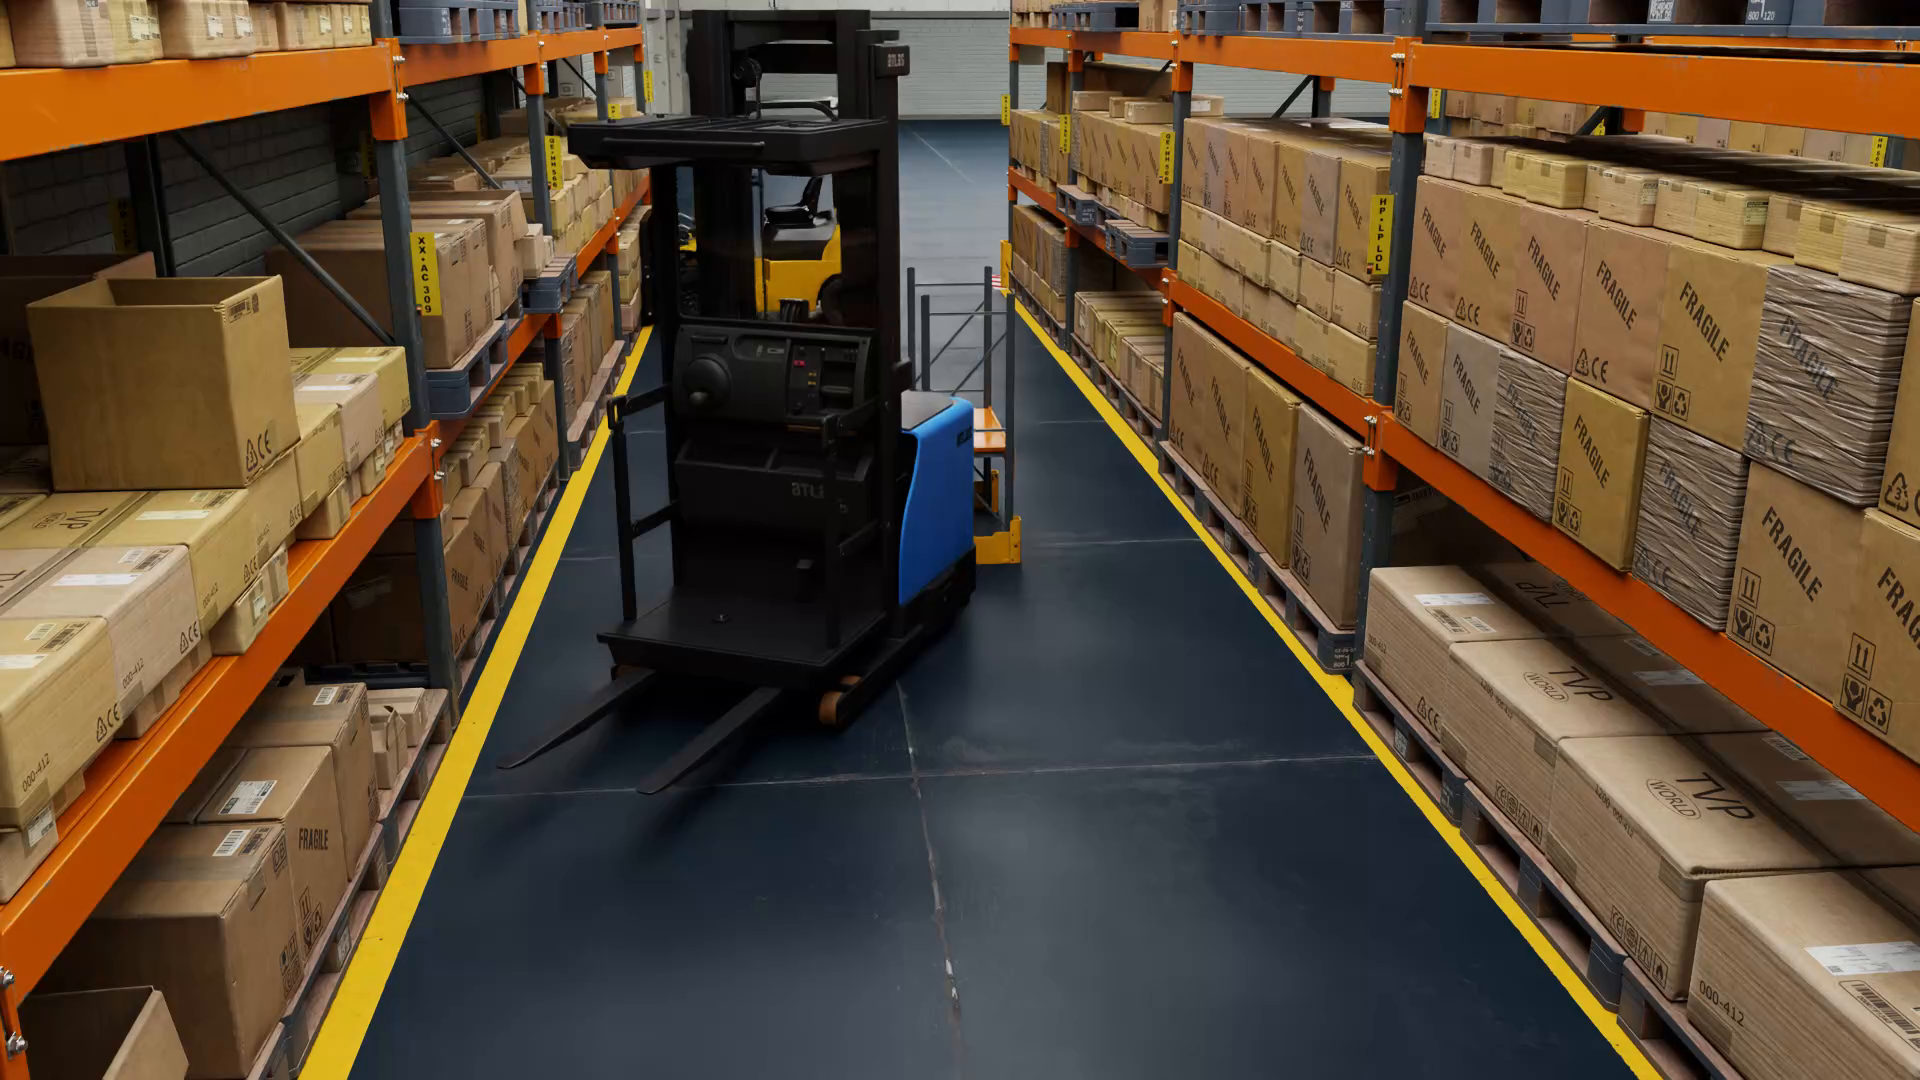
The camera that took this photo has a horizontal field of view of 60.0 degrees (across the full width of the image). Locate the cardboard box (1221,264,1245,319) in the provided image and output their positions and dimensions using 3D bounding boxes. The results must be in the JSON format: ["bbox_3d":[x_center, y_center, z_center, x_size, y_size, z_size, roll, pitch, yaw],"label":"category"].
[{"bbox_3d":[1.792,-1.429,9.471,0.500,0.250,0.500,-1,17,-4],"label":"cardboard box"}]

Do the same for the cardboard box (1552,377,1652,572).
[{"bbox_3d":[2.219,-0.219,5.200,0.500,0.500,0.500,-1,17,-4],"label":"cardboard box"}]

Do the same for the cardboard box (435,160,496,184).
[{"bbox_3d":[-3.447,-2.561,11.577,0.380,0.149,0.250,-2,18,-6],"label":"cardboard box"}]

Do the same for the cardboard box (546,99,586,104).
[{"bbox_3d":[-4.032,-4.427,17.024,0.380,0.149,0.250,-1,17,-5],"label":"cardboard box"}]

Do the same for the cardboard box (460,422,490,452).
[{"bbox_3d":[-2.677,-0.516,8.701,0.380,0.149,0.250,-2,18,-5],"label":"cardboard box"}]

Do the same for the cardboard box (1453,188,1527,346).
[{"bbox_3d":[2.140,-0.996,6.005,0.500,0.500,0.500,-2,18,-6],"label":"cardboard box"}]

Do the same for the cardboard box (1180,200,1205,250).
[{"bbox_3d":[1.680,-1.971,10.364,0.500,0.250,0.500,-2,18,-6],"label":"cardboard box"}]

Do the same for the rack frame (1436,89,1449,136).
[{"bbox_3d":[5.961,-4.529,19.097,1.000,3.000,0.127,-2,18,-6],"label":"rack frame"}]

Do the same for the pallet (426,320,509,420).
[{"bbox_3d":[-2.625,-0.767,7.431,1.003,0.211,1.213,-2,18,-6],"label":"pallet"}]

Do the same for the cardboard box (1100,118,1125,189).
[{"bbox_3d":[1.377,-2.946,12.690,0.500,0.500,0.500,-2,18,-8],"label":"cardboard box"}]

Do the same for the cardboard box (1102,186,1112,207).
[{"bbox_3d":[1.310,-2.672,12.897,0.380,0.149,0.250,-1,17,-4],"label":"cardboard box"}]

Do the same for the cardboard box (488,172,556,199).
[{"bbox_3d":[-2.804,-2.270,10.649,0.380,0.149,0.250,-1,17,-4],"label":"cardboard box"}]

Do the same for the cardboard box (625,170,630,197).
[{"bbox_3d":[-3.386,-3.494,15.630,0.500,0.500,0.500,-2,18,-6],"label":"cardboard box"}]

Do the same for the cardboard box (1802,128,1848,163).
[{"bbox_3d":[6.696,-2.955,12.247,0.700,0.500,0.500,-2,18,-6],"label":"cardboard box"}]

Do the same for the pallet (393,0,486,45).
[{"bbox_3d":[-2.649,-2.155,6.838,1.213,0.211,1.003,-2,18,-6],"label":"pallet"}]

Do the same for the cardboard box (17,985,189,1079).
[{"bbox_3d":[-2.208,1.381,3.738,0.797,0.503,0.637,-2,18,-8],"label":"cardboard box"}]

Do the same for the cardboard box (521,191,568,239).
[{"bbox_3d":[-2.842,-2.116,10.825,0.500,0.250,0.500,-2,18,-6],"label":"cardboard box"}]

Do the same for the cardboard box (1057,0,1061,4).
[{"bbox_3d":[1.147,-4.780,14.640,0.500,0.250,0.500,-2,18,-6],"label":"cardboard box"}]

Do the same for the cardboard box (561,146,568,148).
[{"bbox_3d":[-3.079,-2.957,12.839,0.380,0.149,0.250,-2,18,-7],"label":"cardboard box"}]

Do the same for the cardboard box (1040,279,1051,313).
[{"bbox_3d":[1.067,-2.369,16.105,0.500,0.250,0.500,-2,18,-7],"label":"cardboard box"}]

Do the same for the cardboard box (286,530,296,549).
[{"bbox_3d":[-2.298,-0.021,5.157,0.380,0.149,0.250,-2,17,-5],"label":"cardboard box"}]

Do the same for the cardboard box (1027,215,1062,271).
[{"bbox_3d":[0.961,-3.031,16.962,0.500,0.500,0.500,-1,17,-5],"label":"cardboard box"}]

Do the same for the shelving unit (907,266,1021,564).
[{"bbox_3d":[-0.008,-0.738,9.525,0.587,1.500,1.083,-2,18,-6],"label":"shelving unit"}]

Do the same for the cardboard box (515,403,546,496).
[{"bbox_3d":[-2.765,-0.547,9.885,0.500,0.500,0.500,-2,18,-6],"label":"cardboard box"}]

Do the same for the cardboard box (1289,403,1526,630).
[{"bbox_3d":[2.142,-0.140,7.961,0.875,0.875,0.875,-1,17,-4],"label":"cardboard box"}]

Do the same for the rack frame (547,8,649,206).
[{"bbox_3d":[-3.889,-4.192,18.022,1.000,3.000,0.127,-2,18,-6],"label":"rack frame"}]

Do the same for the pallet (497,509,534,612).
[{"bbox_3d":[-2.902,0.108,8.980,1.003,0.211,1.213,-2,18,-6],"label":"pallet"}]

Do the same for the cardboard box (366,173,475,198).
[{"bbox_3d":[-3.166,-1.898,9.848,0.500,0.500,0.500,-1,17,-3],"label":"cardboard box"}]

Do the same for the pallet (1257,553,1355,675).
[{"bbox_3d":[2.131,0.332,8.268,1.003,0.211,1.213,-2,18,-6],"label":"pallet"}]

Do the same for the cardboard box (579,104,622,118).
[{"bbox_3d":[-3.478,-4.134,16.091,0.380,0.149,0.250,-2,17,-5],"label":"cardboard box"}]

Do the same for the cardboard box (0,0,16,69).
[{"bbox_3d":[-2.103,-0.993,3.243,0.380,0.149,0.250,-2,18,-5],"label":"cardboard box"}]

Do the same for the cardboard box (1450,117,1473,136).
[{"bbox_3d":[6.044,-4.492,18.726,0.875,0.550,0.550,-2,18,-6],"label":"cardboard box"}]

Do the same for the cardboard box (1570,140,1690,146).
[{"bbox_3d":[2.553,-1.442,6.342,0.380,0.149,0.250,-1,17,-4],"label":"cardboard box"}]

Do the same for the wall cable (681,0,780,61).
[{"bbox_3d":[-6.796,-15.194,48.234,3.097,2.526,0.112,-2,18,-6],"label":"wall cable"}]

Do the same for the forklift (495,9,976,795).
[{"bbox_3d":[-0.905,-0.728,7.103,1.130,2.935,3.031,6,19,19],"label":"forklift"}]

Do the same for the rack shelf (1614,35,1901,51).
[{"bbox_3d":[6.580,-3.830,13.061,1.077,0.370,4.000,-2,18,-6],"label":"rack shelf"}]

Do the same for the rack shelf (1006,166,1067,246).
[{"bbox_3d":[1.254,-3.407,16.723,1.077,0.370,4.000,-2,18,-6],"label":"rack shelf"}]

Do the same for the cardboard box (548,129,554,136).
[{"bbox_3d":[-3.844,-3.598,14.879,0.380,0.149,0.250,-1,17,-4],"label":"cardboard box"}]

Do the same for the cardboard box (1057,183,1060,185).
[{"bbox_3d":[1.092,-3.195,15.266,0.380,0.149,0.250,-1,17,-4],"label":"cardboard box"}]

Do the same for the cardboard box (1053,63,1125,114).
[{"bbox_3d":[1.362,-4.717,17.360,0.700,0.500,0.500,-2,18,-5],"label":"cardboard box"}]

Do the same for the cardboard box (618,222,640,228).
[{"bbox_3d":[-3.366,-2.977,16.371,0.500,0.250,0.500,-2,18,-7],"label":"cardboard box"}]

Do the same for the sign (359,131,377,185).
[{"bbox_3d":[-3.616,-2.343,10.198,0.100,0.325,0.005,-2,18,-6],"label":"sign"}]

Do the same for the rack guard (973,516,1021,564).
[{"bbox_3d":[0.044,0.006,9.239,0.587,0.250,0.087,-2,18,-6],"label":"rack guard"}]

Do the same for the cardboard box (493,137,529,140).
[{"bbox_3d":[-3.653,-3.246,13.759,0.380,0.149,0.250,-2,18,-7],"label":"cardboard box"}]

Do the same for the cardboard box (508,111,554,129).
[{"bbox_3d":[-3.835,-3.740,14.834,0.380,0.149,0.250,-2,18,-6],"label":"cardboard box"}]

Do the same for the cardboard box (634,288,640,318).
[{"bbox_3d":[-3.265,-2.194,15.547,0.500,0.250,0.500,-2,18,-7],"label":"cardboard box"}]

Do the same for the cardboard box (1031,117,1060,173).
[{"bbox_3d":[0.992,-3.929,16.521,0.500,0.500,0.500,-2,18,-7],"label":"cardboard box"}]

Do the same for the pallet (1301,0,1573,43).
[{"bbox_3d":[2.142,-2.383,7.570,0.805,0.209,1.217,-2,18,-8],"label":"pallet"}]

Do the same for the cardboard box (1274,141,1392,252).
[{"bbox_3d":[1.896,-1.727,8.333,0.500,0.500,0.500,-1,17,-4],"label":"cardboard box"}]

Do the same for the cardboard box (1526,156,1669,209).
[{"bbox_3d":[2.134,-1.197,5.562,0.380,0.149,0.250,-2,18,-7],"label":"cardboard box"}]

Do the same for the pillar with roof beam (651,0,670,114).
[{"bbox_3d":[-2.907,-14.102,39.573,9.100,9.000,0.400,-2,18,-6],"label":"pillar with roof beam"}]

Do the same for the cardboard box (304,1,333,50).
[{"bbox_3d":[-2.279,-1.677,5.421,0.380,0.149,0.250,-1,17,-4],"label":"cardboard box"}]

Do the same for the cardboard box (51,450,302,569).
[{"bbox_3d":[-2.199,-0.092,4.715,0.500,0.250,0.500,-2,18,-7],"label":"cardboard box"}]
